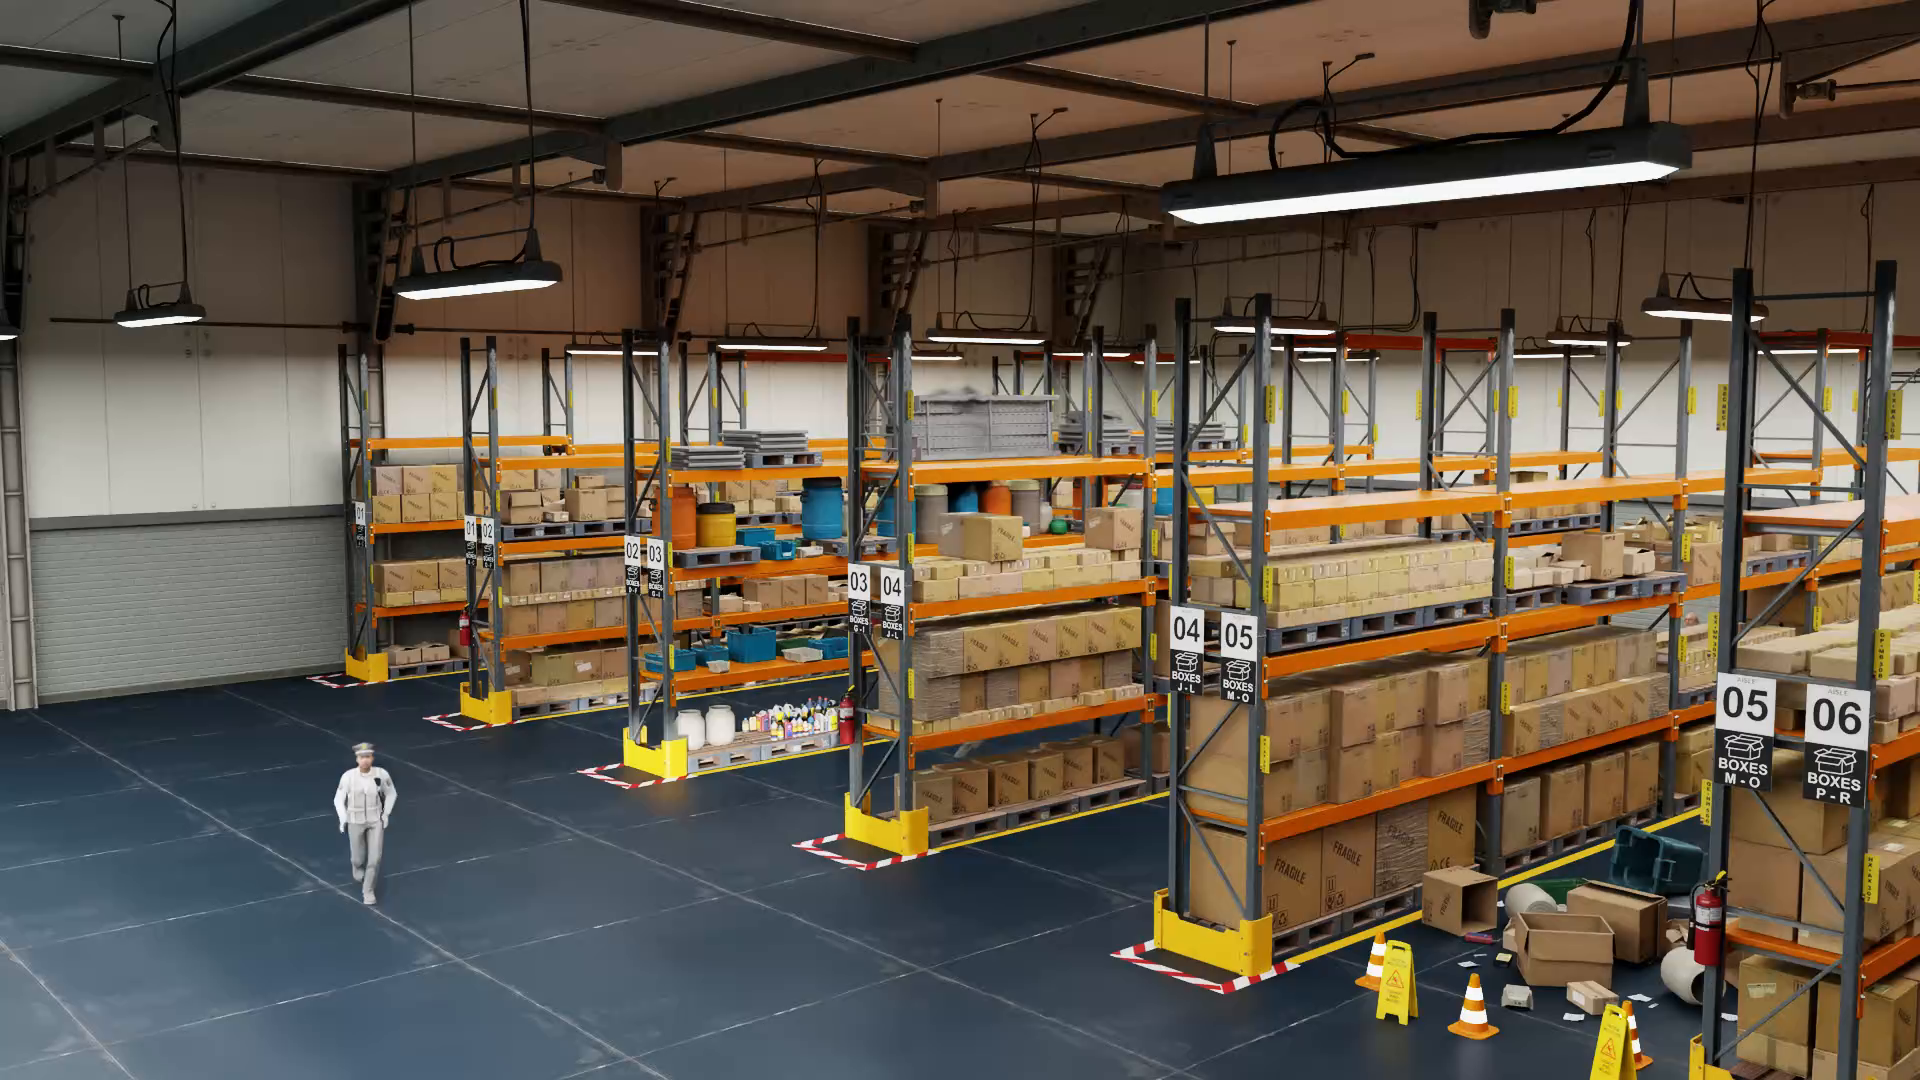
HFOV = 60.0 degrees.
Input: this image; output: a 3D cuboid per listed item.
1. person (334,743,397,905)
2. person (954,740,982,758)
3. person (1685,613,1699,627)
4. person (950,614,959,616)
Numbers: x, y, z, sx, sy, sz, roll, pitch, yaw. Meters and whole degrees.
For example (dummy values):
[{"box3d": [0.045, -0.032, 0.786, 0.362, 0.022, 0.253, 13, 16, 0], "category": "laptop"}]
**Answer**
[{"box3d": [-6.038, 2.840, 16.921, 0.603, 1.648, 0.593, -2, 6, -22], "category": "person"}, {"box3d": [0.124, 1.967, 22.475, 0.621, 1.808, 0.875, 4, 6, 36], "category": "person"}, {"box3d": [11.187, 2.016, 25.322, 0.984, 1.834, 0.733, -4, 7, -38], "category": "person"}, {"box3d": [-0.202, 1.448, 29.077, 0.630, 1.731, 0.544, 4, 7, 38], "category": "person"}]
